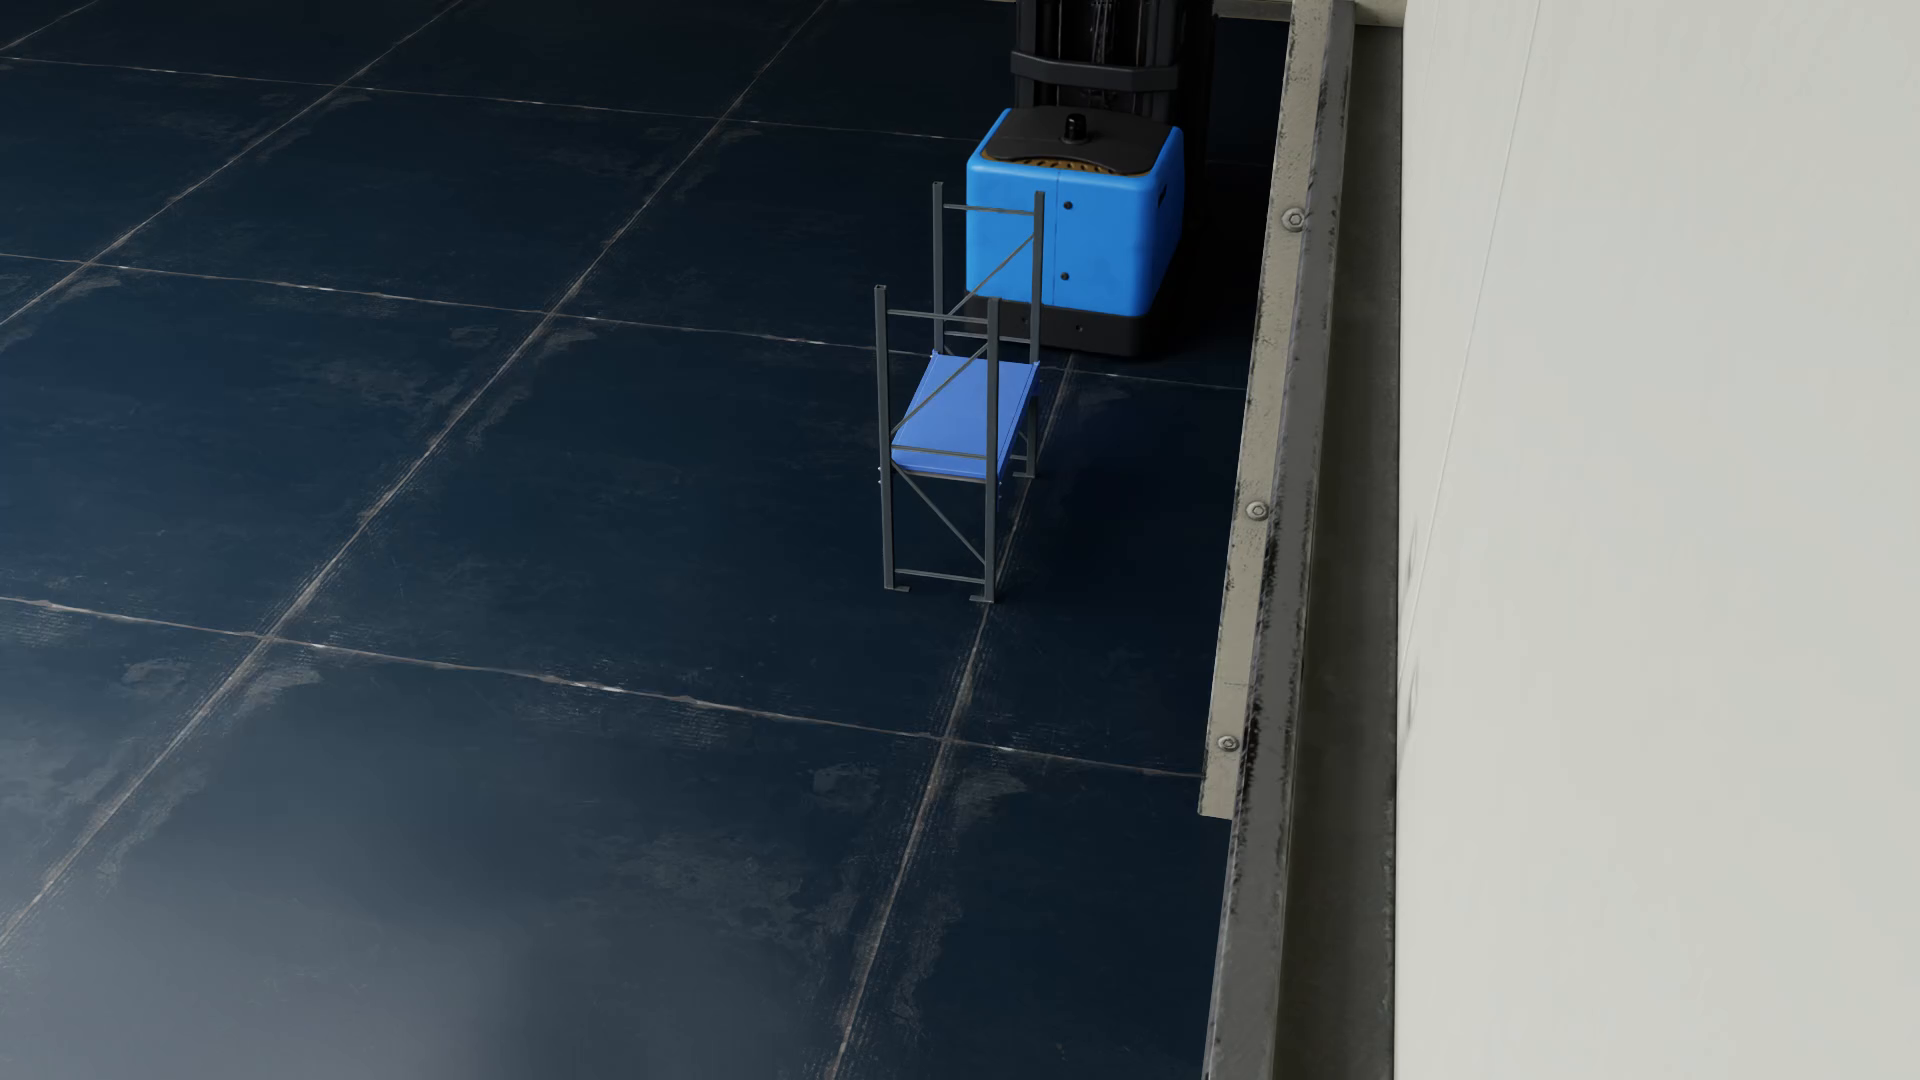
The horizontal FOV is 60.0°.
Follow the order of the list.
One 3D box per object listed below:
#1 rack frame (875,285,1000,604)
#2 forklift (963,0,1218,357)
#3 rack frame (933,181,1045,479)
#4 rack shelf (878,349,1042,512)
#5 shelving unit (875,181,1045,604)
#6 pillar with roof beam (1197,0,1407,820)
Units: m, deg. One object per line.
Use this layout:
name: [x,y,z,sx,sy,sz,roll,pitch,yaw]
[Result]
rack frame: [-0.090,-0.365,6.975,0.500,1.500,0.032,7,37,10]
forklift: [0.922,-3.041,9.448,1.130,2.935,3.031,10,37,13]
rack frame: [0.127,-0.948,7.779,0.500,1.500,0.032,7,37,10]
rack shelf: [0.018,-0.511,7.483,0.538,0.185,1.000,7,37,10]
shelving unit: [0.018,-0.656,7.377,0.538,1.500,1.048,7,37,10]
pillar with roof beam: [-3.111,-3.237,4.548,9.100,9.000,0.400,7,37,10]
